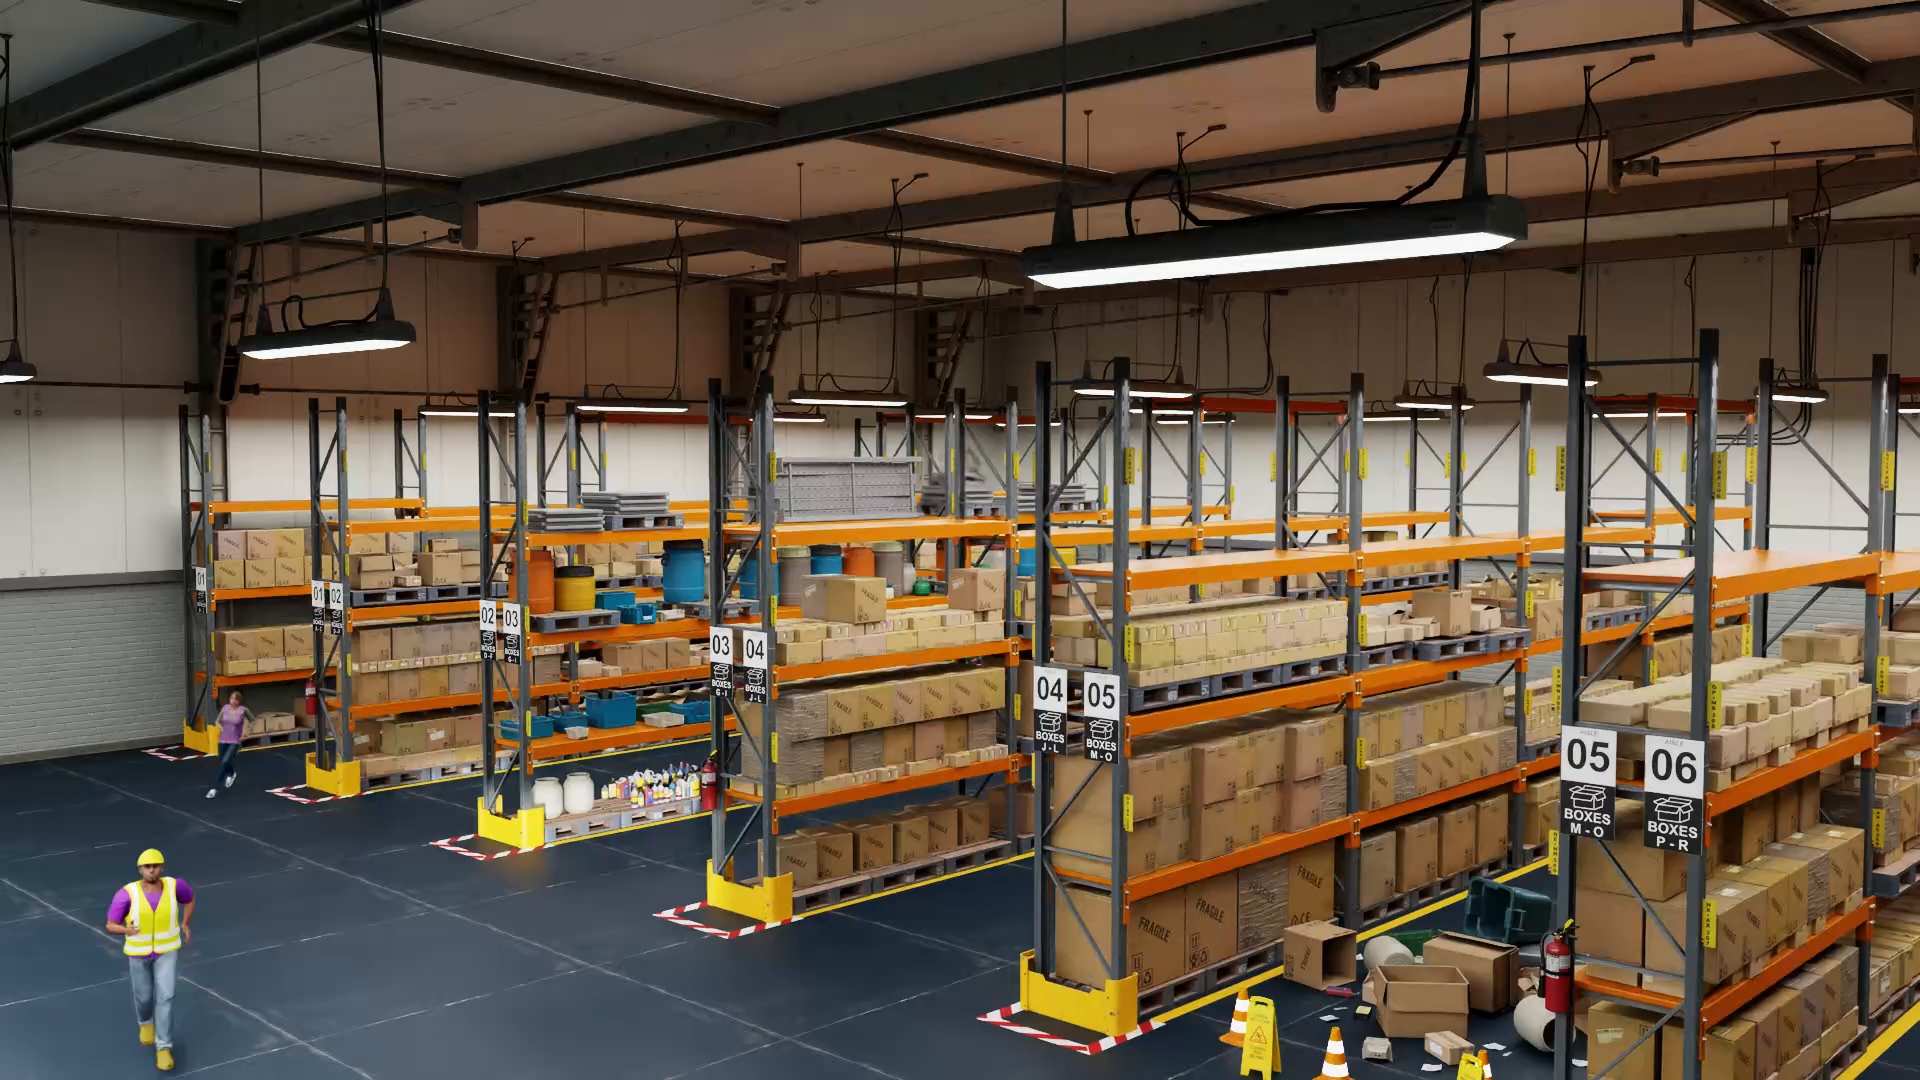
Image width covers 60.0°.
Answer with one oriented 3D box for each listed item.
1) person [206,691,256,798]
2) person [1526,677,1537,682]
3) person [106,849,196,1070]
[{"bbox_3d":[-10.969,3.061,25.123,0.567,1.550,0.848,0,3,3],"label":"person"},{"bbox_3d":[8.982,2.977,26.007,0.597,1.670,0.572,-3,4,-43],"label":"person"},{"bbox_3d":[-6.846,3.459,14.105,0.701,1.678,0.893,-2,3,-28],"label":"person"}]
